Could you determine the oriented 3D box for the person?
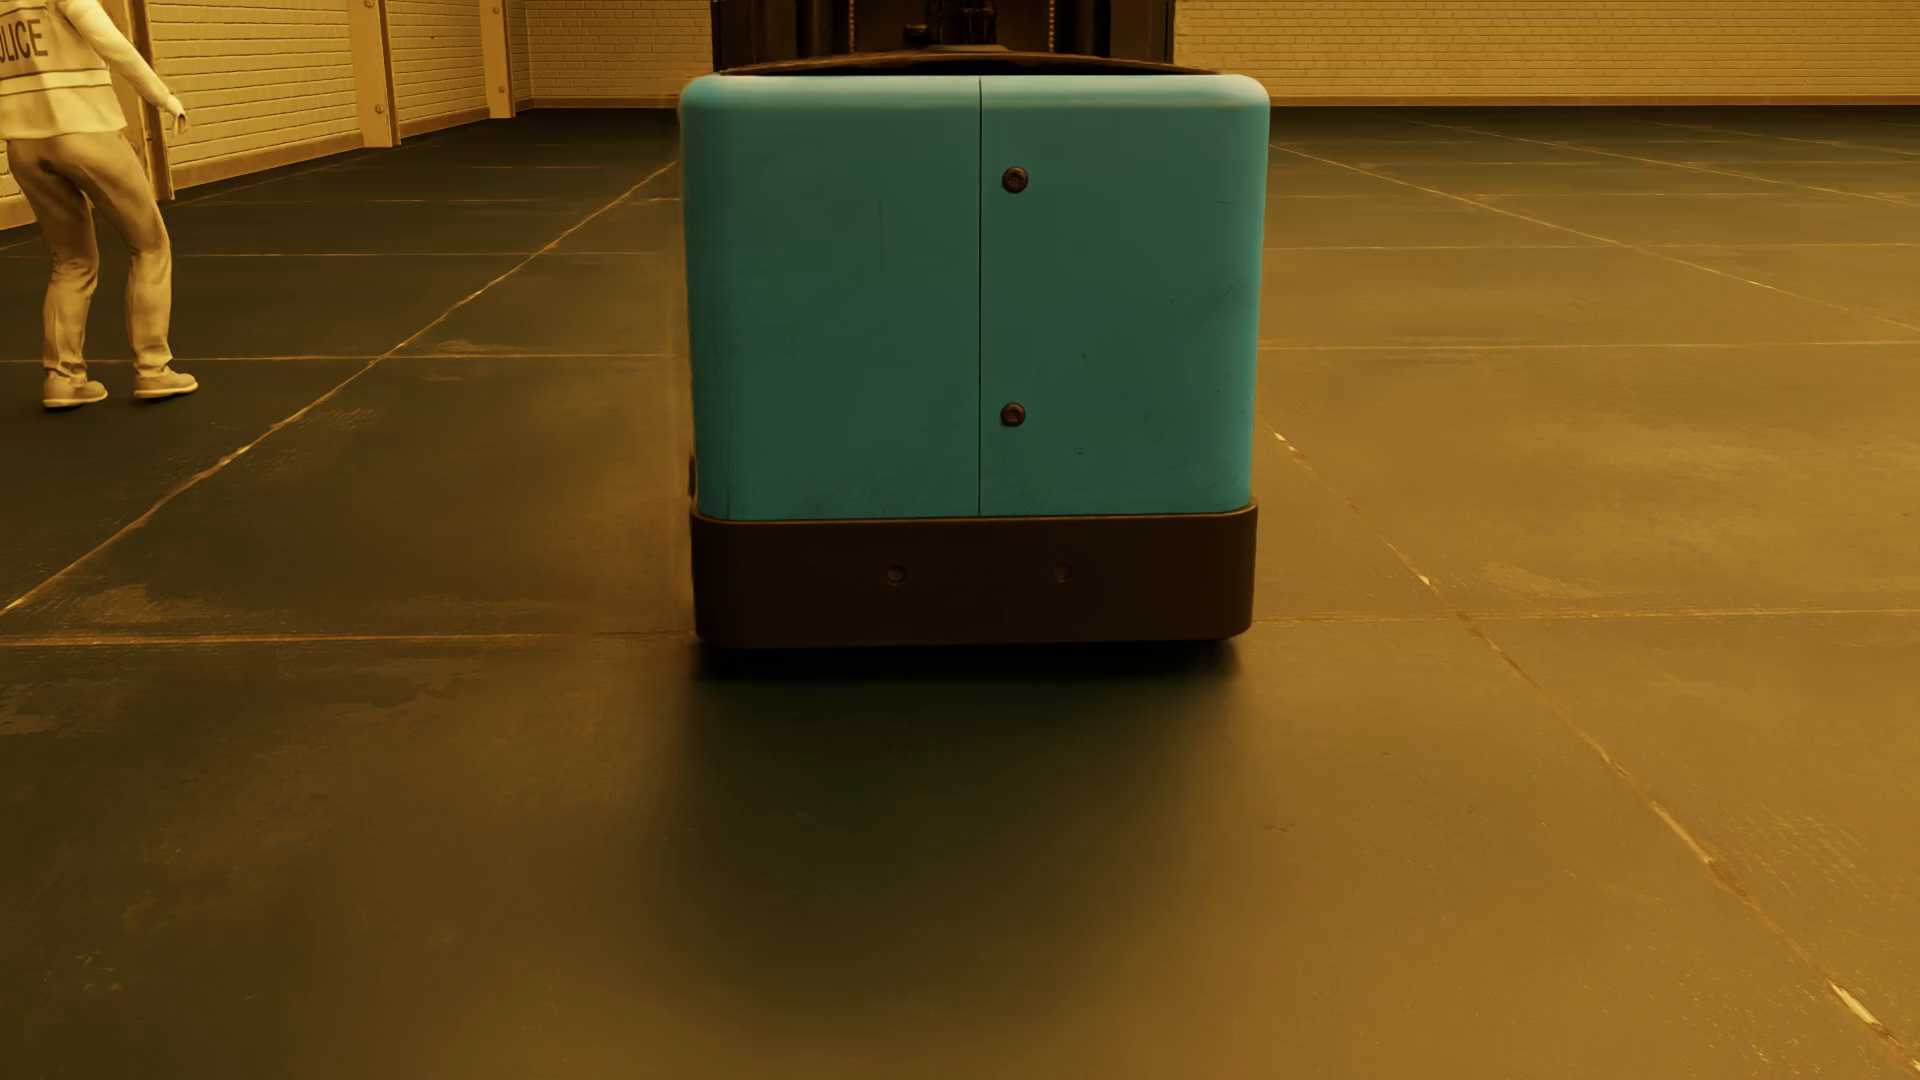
[{"bbox_3d":[-2.757,-1.224,5.175,0.712,1.632,0.481,5,18,15],"label":"person"}]

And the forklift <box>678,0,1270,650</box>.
[{"bbox_3d":[-0.055,-1.583,4.081,1.130,2.935,3.031,-1,17,-3],"label":"forklift"}]
